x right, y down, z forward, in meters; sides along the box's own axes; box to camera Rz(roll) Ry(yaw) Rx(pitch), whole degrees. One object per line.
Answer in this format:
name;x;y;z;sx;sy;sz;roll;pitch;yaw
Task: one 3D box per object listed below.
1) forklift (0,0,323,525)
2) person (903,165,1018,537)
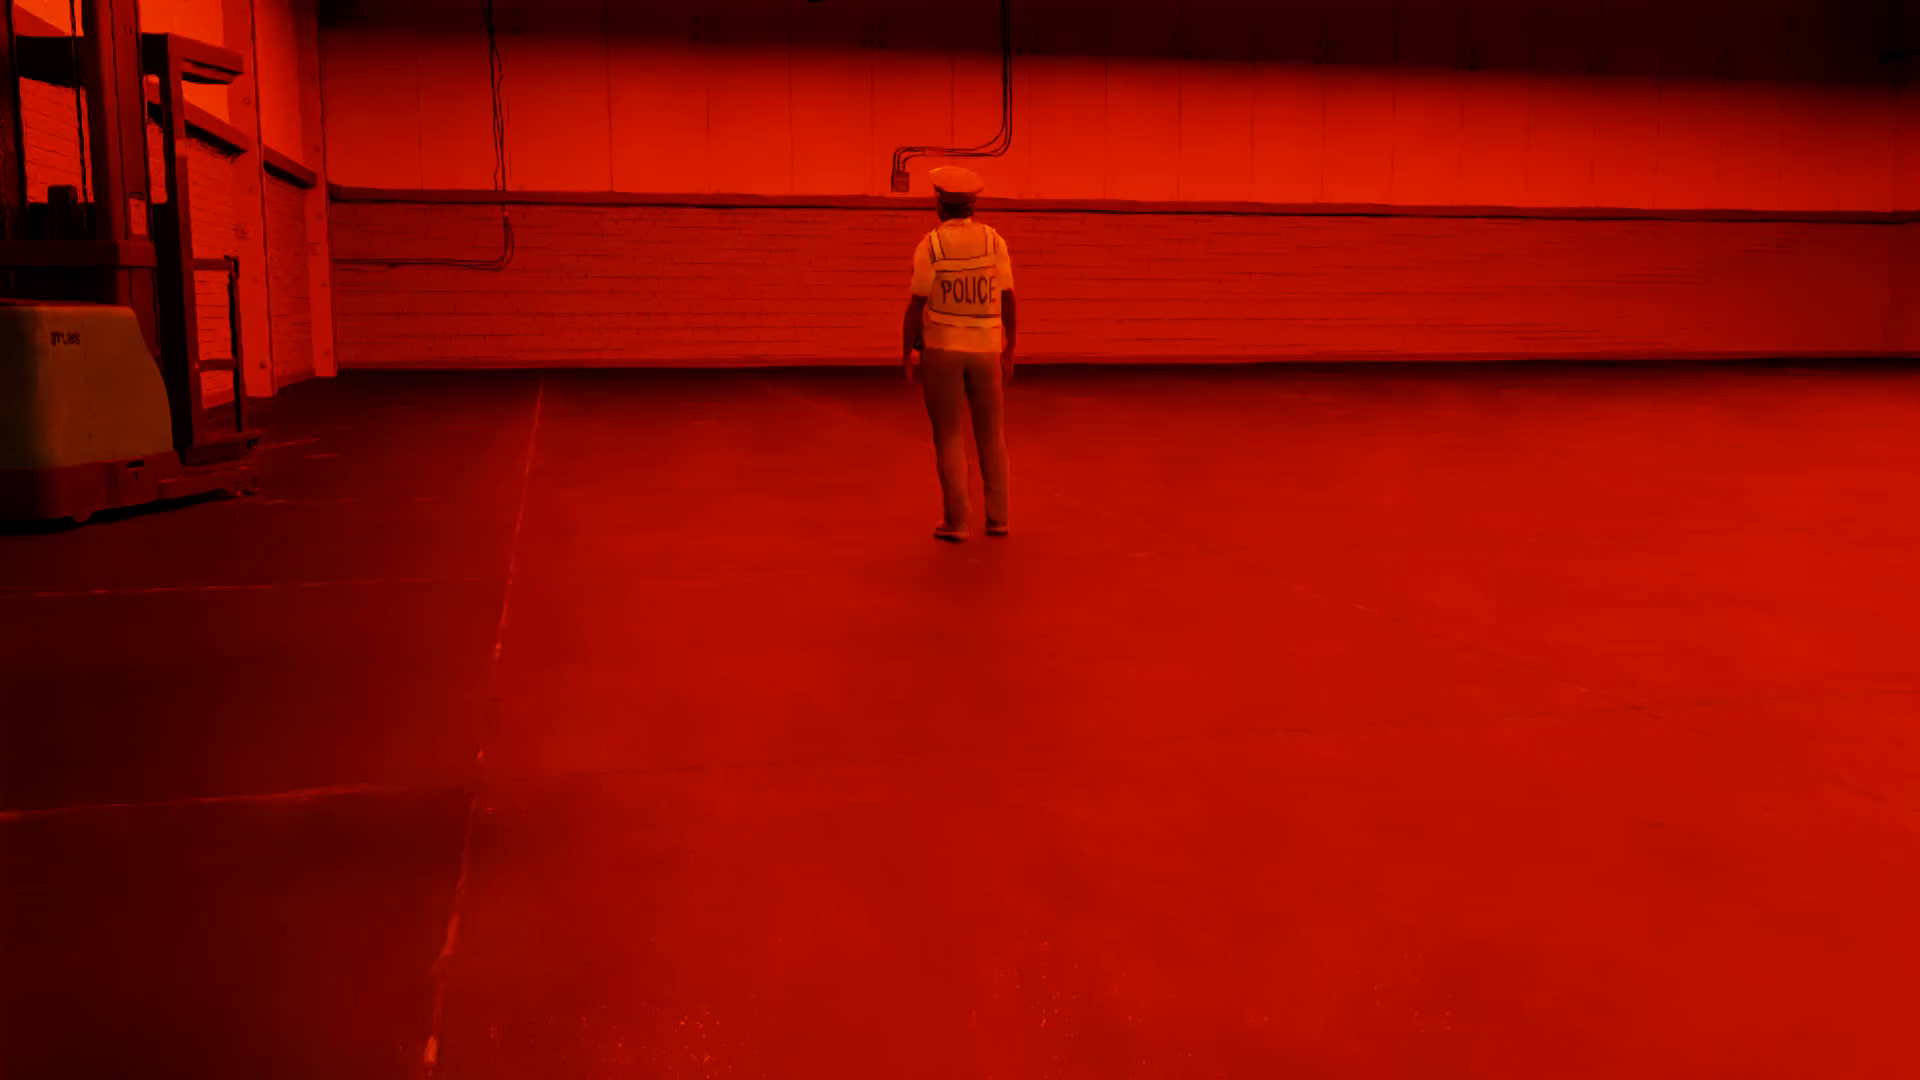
forklift;-4.651;-1.690;9.209;1.130;2.935;3.031;1;8;6
person;0.002;-0.858;7.665;0.570;1.695;0.529;-2;8;-13
